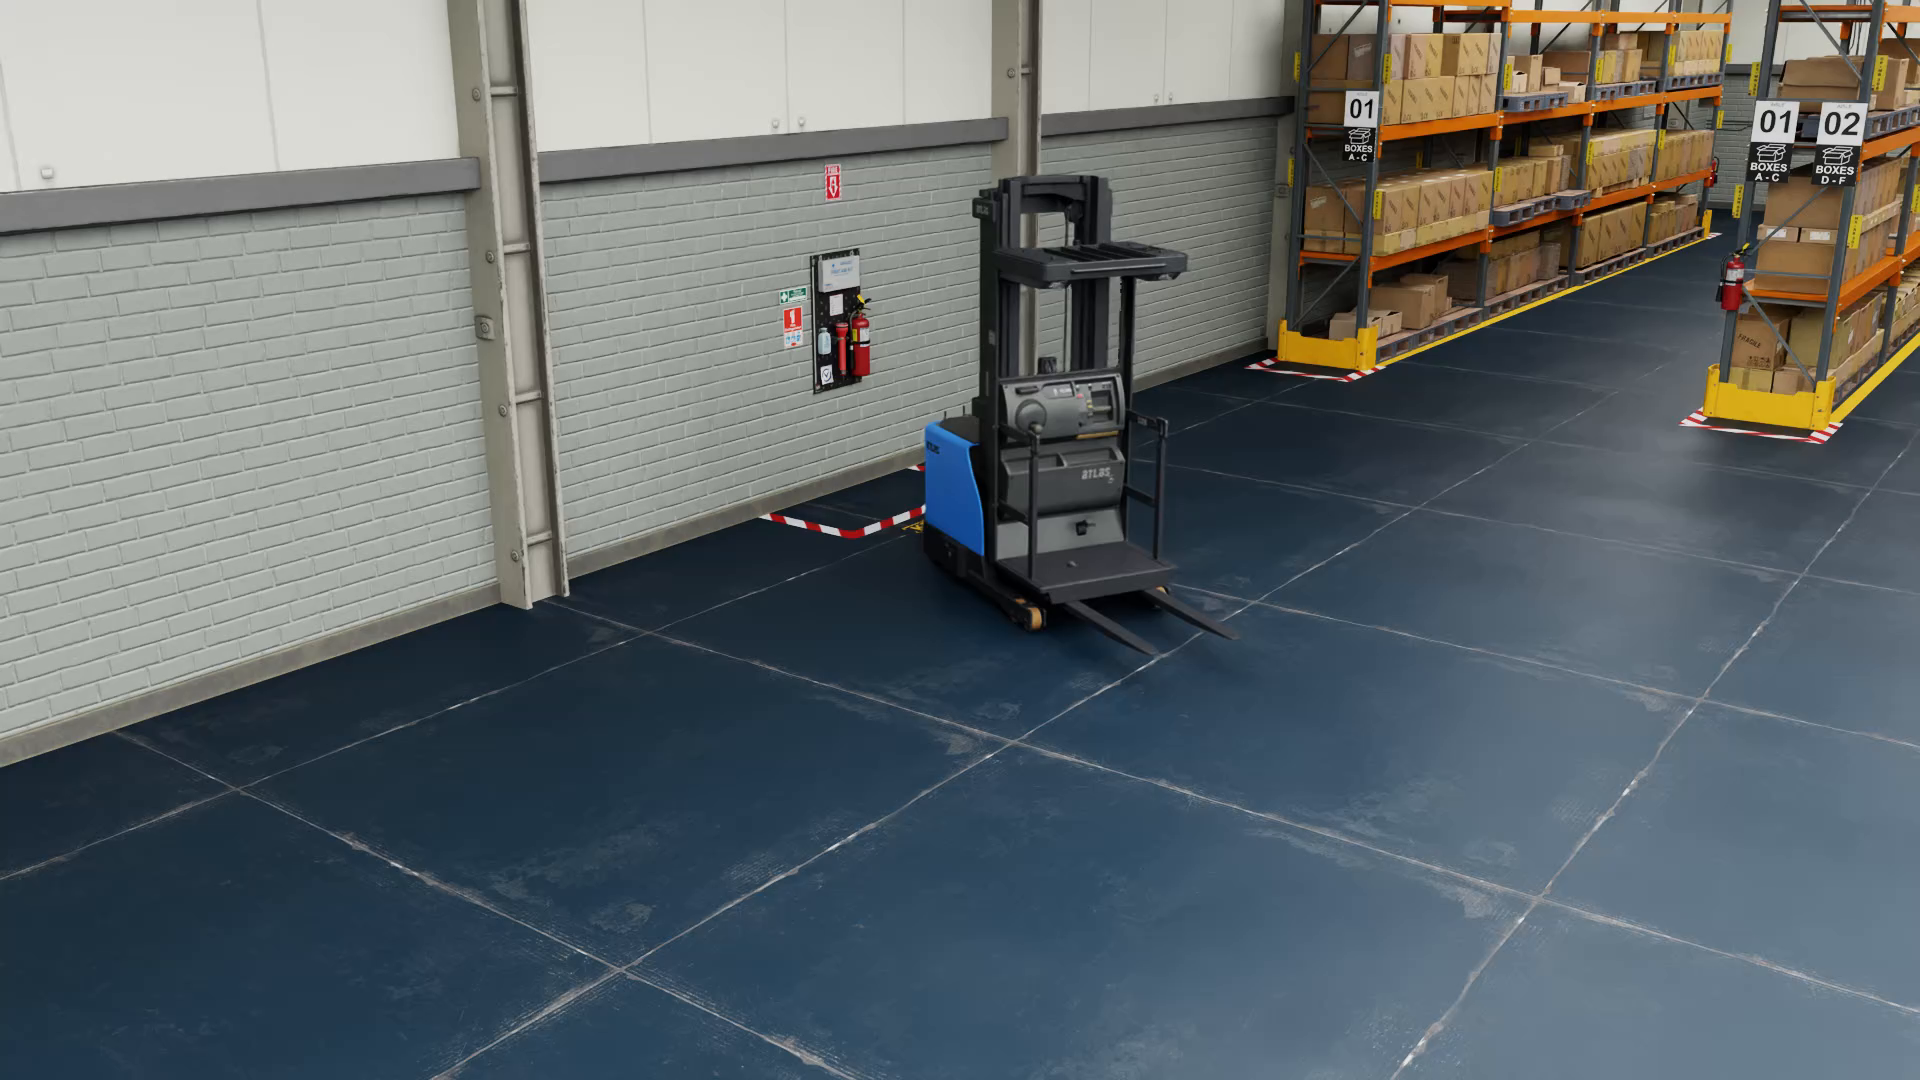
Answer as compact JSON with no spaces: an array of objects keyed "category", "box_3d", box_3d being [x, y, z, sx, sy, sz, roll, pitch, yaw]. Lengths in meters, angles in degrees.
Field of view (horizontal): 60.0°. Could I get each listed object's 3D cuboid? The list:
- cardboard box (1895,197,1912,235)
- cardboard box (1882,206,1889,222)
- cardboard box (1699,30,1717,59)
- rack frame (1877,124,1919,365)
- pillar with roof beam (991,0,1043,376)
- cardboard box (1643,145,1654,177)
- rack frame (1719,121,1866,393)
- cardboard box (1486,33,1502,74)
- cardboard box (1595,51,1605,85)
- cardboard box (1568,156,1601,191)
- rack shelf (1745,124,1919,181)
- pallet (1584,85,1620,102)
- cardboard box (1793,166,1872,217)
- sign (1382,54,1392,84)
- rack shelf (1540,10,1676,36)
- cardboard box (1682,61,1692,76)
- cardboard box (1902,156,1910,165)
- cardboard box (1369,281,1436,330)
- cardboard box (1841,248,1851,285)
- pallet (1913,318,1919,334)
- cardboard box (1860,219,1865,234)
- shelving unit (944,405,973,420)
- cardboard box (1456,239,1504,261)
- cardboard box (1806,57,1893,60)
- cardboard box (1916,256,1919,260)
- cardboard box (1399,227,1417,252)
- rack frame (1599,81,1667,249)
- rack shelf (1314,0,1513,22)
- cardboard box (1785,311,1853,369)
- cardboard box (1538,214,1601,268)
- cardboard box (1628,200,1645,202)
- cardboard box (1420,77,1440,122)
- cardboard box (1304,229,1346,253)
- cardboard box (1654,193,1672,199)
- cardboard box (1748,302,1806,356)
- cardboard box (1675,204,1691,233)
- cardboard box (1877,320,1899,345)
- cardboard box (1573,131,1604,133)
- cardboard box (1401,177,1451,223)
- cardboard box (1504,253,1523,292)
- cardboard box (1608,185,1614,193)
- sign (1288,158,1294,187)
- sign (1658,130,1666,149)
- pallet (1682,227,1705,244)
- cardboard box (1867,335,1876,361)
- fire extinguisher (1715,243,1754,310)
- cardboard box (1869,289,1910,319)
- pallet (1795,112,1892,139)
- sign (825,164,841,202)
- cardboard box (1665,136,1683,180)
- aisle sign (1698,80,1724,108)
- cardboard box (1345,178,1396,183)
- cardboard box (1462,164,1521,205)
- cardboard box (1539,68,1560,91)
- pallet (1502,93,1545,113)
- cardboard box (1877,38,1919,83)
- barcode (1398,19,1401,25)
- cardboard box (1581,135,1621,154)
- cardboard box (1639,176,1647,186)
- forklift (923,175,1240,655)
[{"category":"cardboard box","box_3d":[11.827,-4.107,21.243,0.500,0.500,0.500,12,21,35]},{"category":"cardboard box","box_3d":[10.296,-3.705,18.856,0.380,0.149,0.250,12,21,35]},{"category":"cardboard box","box_3d":[13.390,-8.995,30.204,0.500,0.500,0.500,13,22,36]},{"category":"rack frame","box_3d":[10.744,-3.635,19.890,1.000,3.000,0.127,12,21,35]},{"category":"pillar with roof beam","box_3d":[3.985,-4.551,12.726,9.100,9.000,0.400,12,21,35]},{"category":"cardboard box","box_3d":[11.458,-6.459,28.282,0.500,0.500,0.500,12,21,34]},{"category":"rack frame","box_3d":[8.361,-2.682,16.822,1.000,3.000,0.127,12,21,35]},{"category":"cardboard box","box_3d":[6.683,-6.309,21.556,0.500,0.500,0.500,10,20,30]},{"category":"cardboard box","box_3d":[9.663,-7.413,26.090,0.700,0.500,0.500,11,20,32]},{"category":"cardboard box","box_3d":[9.642,-5.732,25.939,0.500,0.500,0.500,13,22,36]},{"category":"rack shelf","box_3d":[9.553,-4.247,18.018,1.077,0.370,4.000,12,21,35]},{"category":"pallet","box_3d":[9.488,-6.967,25.881,1.213,0.211,1.003,14,22,37]},{"category":"cardboard box","box_3d":[9.290,-3.717,17.800,0.700,0.500,0.500,13,21,35]},{"category":"sign","box_3d":[4.816,-5.310,18.755,0.100,0.325,0.005,12,21,35]},{"category":"rack shelf","box_3d":[10.339,-8.269,26.584,1.077,0.370,4.000,12,21,35]},{"category":"cardboard box","box_3d":[12.469,-8.260,29.105,0.500,0.250,0.500,12,21,34]},{"category":"cardboard box","box_3d":[14.690,-5.540,25.149,0.500,0.500,0.700,-16,23,-42]},{"category":"cardboard box","box_3d":[5.682,-3.023,21.394,0.700,0.500,0.500,11,20,31]},{"category":"cardboard box","box_3d":[8.958,-2.964,17.563,0.700,0.500,0.500,13,22,36]},{"category":"pallet","box_3d":[12.606,-3.066,22.762,1.003,0.211,1.213,12,21,35]},{"category":"cardboard box","box_3d":[9.382,-3.341,17.682,0.380,0.149,0.250,12,21,33]},{"category":"shelving unit","box_3d":[0.032,-0.514,13.129,0.215,1.050,0.252,12,21,35]},{"category":"cardboard box","box_3d":[7.449,-4.167,23.814,0.500,0.250,0.500,12,21,34]},{"category":"cardboard box","box_3d":[9.662,-5.014,18.155,0.797,0.503,0.637,15,23,41]},{"category":"cardboard box","box_3d":[13.936,-3.787,23.855,0.500,0.500,0.500,12,21,33]},{"category":"cardboard box","box_3d":[5.224,-3.681,20.257,0.500,0.250,0.500,12,21,33]},{"category":"rack frame","box_3d":[11.530,-6.414,28.842,1.000,3.000,0.127,12,21,35]},{"category":"rack shelf","box_3d":[5.572,-6.553,20.389,1.077,0.370,4.000,12,21,35]},{"category":"cardboard box","box_3d":[9.156,-2.135,17.726,0.500,0.500,0.500,12,21,35]},{"category":"cardboard box","box_3d":[9.691,-4.788,26.520,0.750,0.750,0.750,12,21,34]},{"category":"cardboard box","box_3d":[12.281,-6.080,30.179,0.380,0.149,0.250,12,21,33]},{"category":"cardboard box","box_3d":[5.435,-5.328,20.082,0.500,0.500,0.500,14,22,37]},{"category":"cardboard box","box_3d":[4.503,-3.640,20.126,0.500,0.250,0.500,13,21,35]},{"category":"cardboard box","box_3d":[13.190,-6.444,31.349,0.380,0.149,0.250,12,21,35]},{"category":"cardboard box","box_3d":[9.026,-2.348,18.412,0.500,0.500,0.500,12,21,35]},{"category":"cardboard box","box_3d":[13.279,-6.070,31.240,0.700,0.500,0.500,12,21,35]},{"category":"cardboard box","box_3d":[11.184,-2.574,20.404,0.500,0.250,0.500,12,21,33]},{"category":"cardboard box","box_3d":[10.446,-6.662,27.672,0.500,0.250,0.500,12,21,33]},{"category":"cardboard box","box_3d":[5.820,-4.276,20.910,0.500,0.500,0.500,13,22,36]},{"category":"cardboard box","box_3d":[7.793,-3.950,24.379,0.700,0.500,0.500,13,21,35]},{"category":"cardboard box","box_3d":[10.435,-5.756,27.111,0.380,0.149,0.250,13,21,35]},{"category":"sign","box_3d":[3.947,-4.363,19.751,0.100,0.325,0.005,12,21,35]},{"category":"sign","box_3d":[11.972,-6.836,28.380,0.100,0.325,0.005,12,21,35]},{"category":"pallet","box_3d":[13.500,-5.831,31.665,1.003,0.211,1.213,12,21,35]},{"category":"cardboard box","box_3d":[10.338,-2.256,19.378,0.500,0.250,0.500,12,21,35]},{"category":"fire extinguisher","box_3d":[7.918,-2.699,17.007,0.296,0.674,0.183,12,21,35]},{"category":"cardboard box","box_3d":[11.493,-2.963,20.708,0.500,0.311,0.500,12,21,34]},{"category":"pallet","box_3d":[8.803,-4.236,16.918,1.003,0.211,1.213,12,21,35]},{"category":"sign","box_3d":[-1.060,-2.988,13.898,0.001,0.298,0.199,12,21,35]},{"category":"cardboard box","box_3d":[12.306,-6.857,29.761,0.980,0.700,0.700,12,21,33]},{"category":"aisle sign","box_3d":[14.198,-8.573,31.409,0.394,0.787,0.004,12,21,35]},{"category":"cardboard box","box_3d":[5.103,-4.244,20.808,0.500,0.500,0.500,12,21,33]},{"category":"cardboard box","box_3d":[7.433,-5.014,23.421,0.700,0.500,0.500,15,23,40]},{"category":"cardboard box","box_3d":[8.300,-6.661,24.369,0.797,0.503,0.637,16,24,42]},{"category":"pallet","box_3d":[7.217,-5.980,22.702,1.213,0.211,1.003,12,21,35]},{"category":"cardboard box","box_3d":[11.144,-5.694,19.744,0.500,0.500,0.500,13,21,35]},{"category":"barcode","box_3d":[5.590,-6.594,21.158,0.001,0.075,0.075,12,21,35]},{"category":"cardboard box","box_3d":[10.239,-6.330,26.600,0.500,0.250,0.500,13,21,35]},{"category":"cardboard box","box_3d":[11.425,-6.109,28.249,0.380,0.149,0.250,13,21,36]},{"category":"forklift","box_3d":[0.815,-0.932,11.302,1.130,2.935,3.031,-8,19,-24]}]
